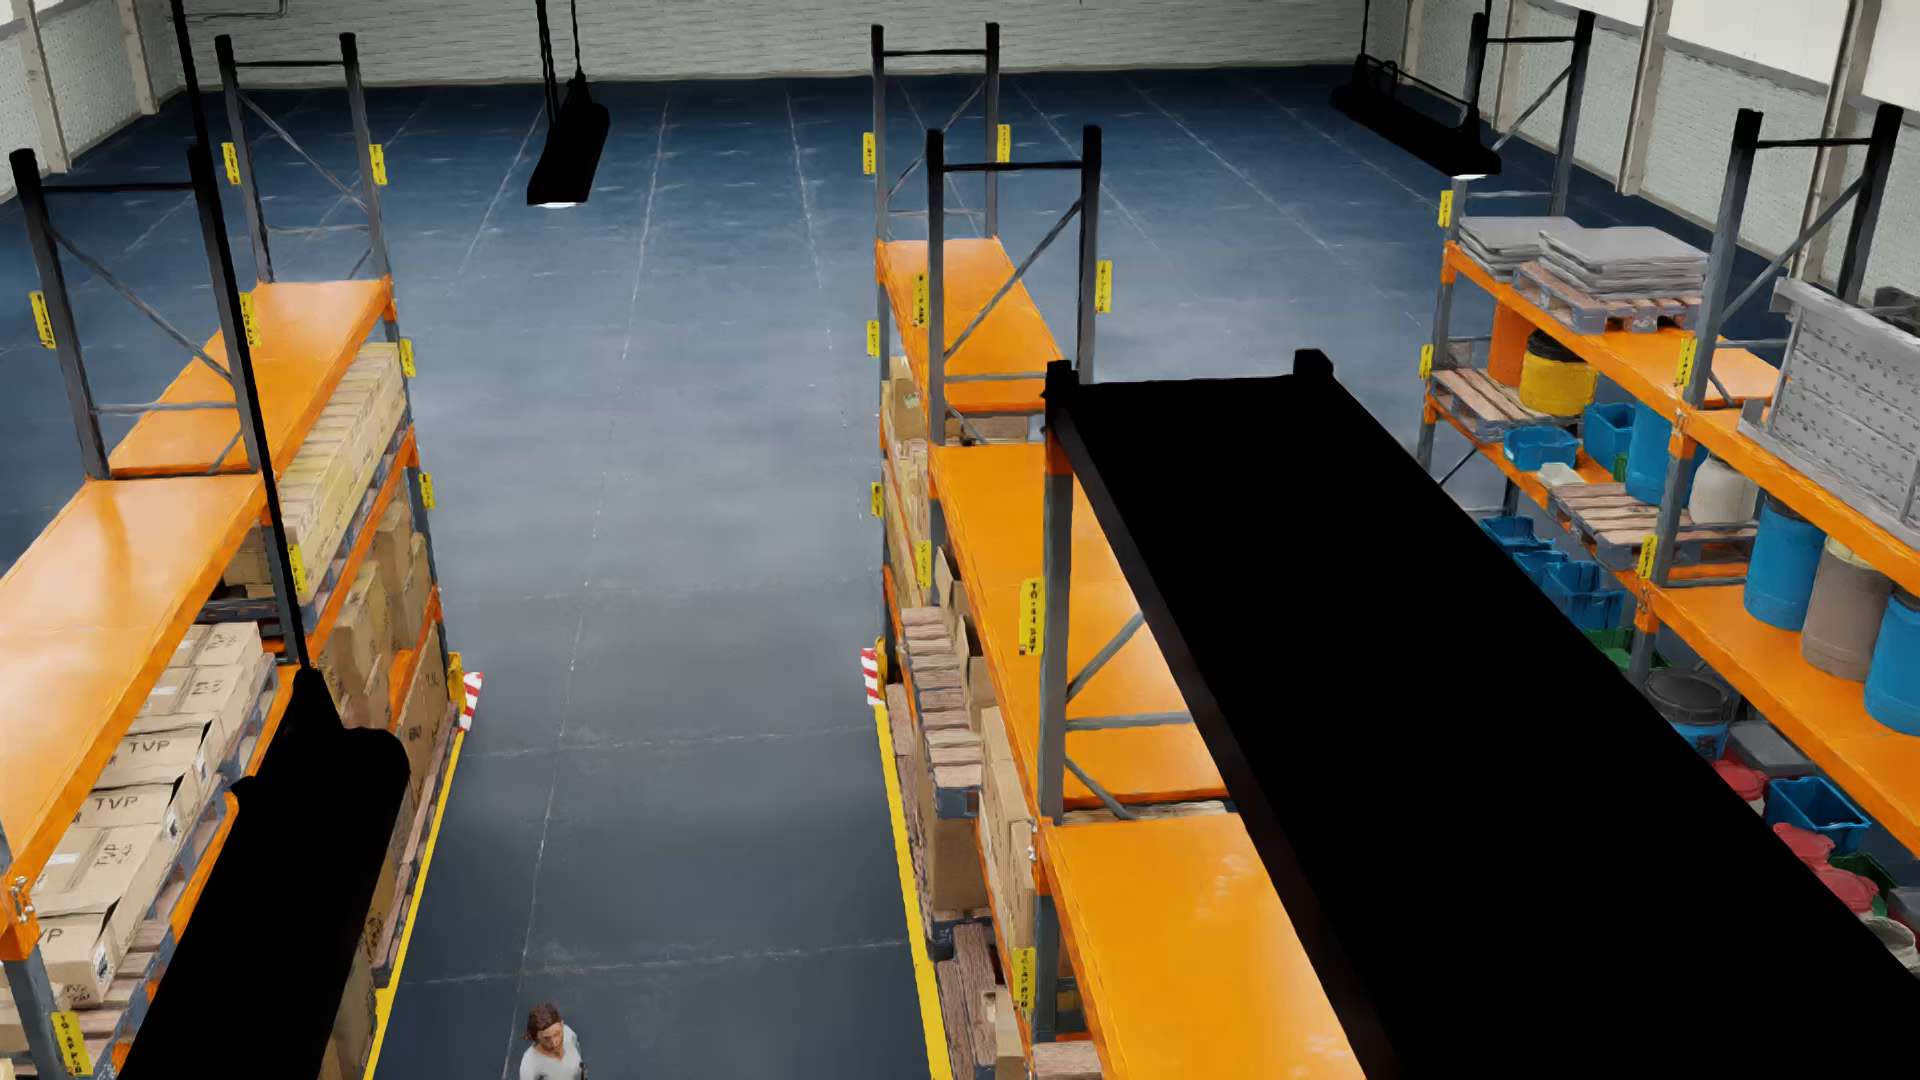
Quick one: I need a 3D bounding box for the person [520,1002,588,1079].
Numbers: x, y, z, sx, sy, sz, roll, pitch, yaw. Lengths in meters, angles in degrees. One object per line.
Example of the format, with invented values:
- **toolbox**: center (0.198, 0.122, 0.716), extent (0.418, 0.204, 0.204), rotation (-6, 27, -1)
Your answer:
- **person**: center (-2.276, 3.332, 9.544), extent (0.564, 1.666, 0.563), rotation (9, 27, 18)
